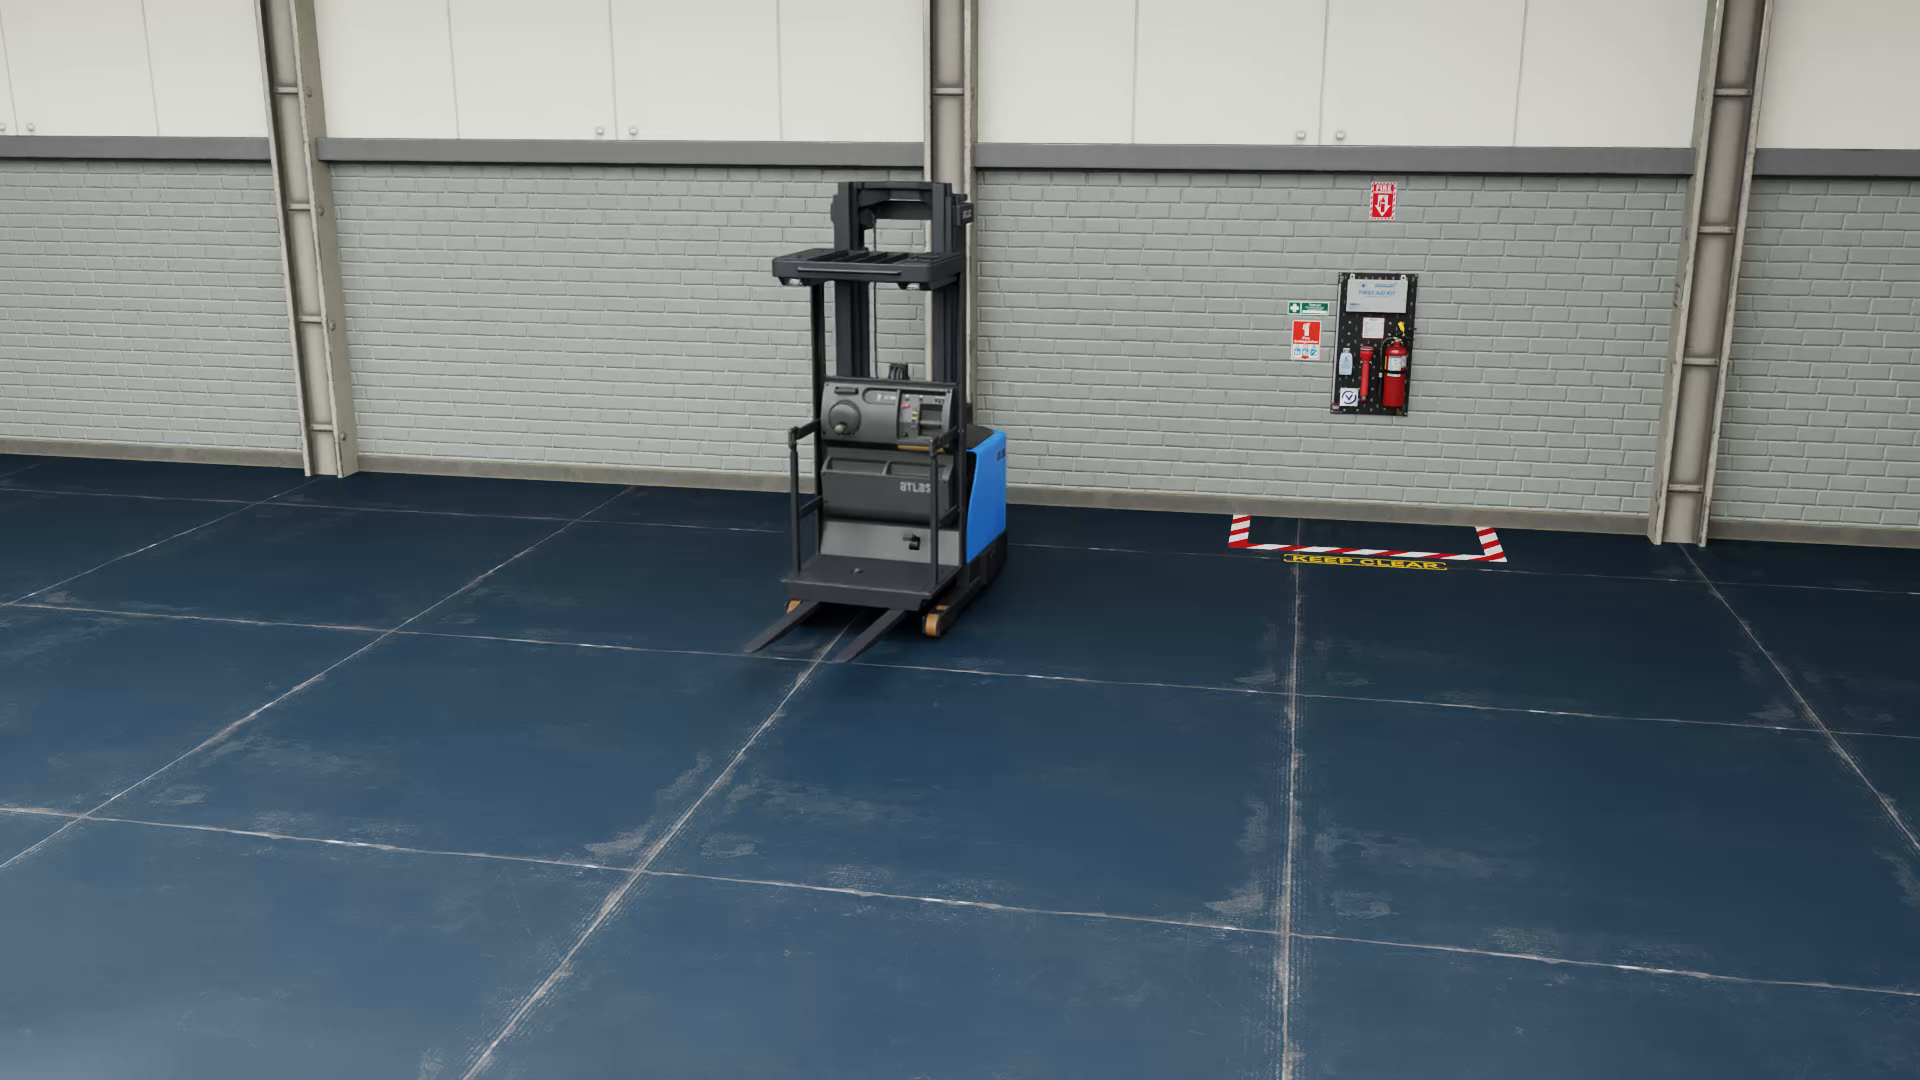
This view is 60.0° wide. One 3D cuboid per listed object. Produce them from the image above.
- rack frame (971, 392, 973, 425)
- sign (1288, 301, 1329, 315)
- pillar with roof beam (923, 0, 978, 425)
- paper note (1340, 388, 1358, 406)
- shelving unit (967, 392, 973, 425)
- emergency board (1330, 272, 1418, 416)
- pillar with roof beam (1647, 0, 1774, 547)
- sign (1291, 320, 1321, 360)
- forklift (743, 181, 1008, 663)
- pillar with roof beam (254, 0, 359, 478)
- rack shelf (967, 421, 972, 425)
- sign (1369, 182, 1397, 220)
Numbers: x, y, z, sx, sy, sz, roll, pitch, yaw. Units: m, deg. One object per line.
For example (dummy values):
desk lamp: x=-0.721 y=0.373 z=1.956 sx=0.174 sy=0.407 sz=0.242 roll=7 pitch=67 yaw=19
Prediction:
rack frame: x=0.075 y=-0.574 z=13.317 sx=0.006 sy=1.200 sz=0.240 roll=3 pitch=16 yaw=11
sign: x=2.872 y=-1.910 z=13.710 sx=0.331 sy=0.109 sz=0.001 roll=3 pitch=16 yaw=11
pillar with roof beam: x=-0.933 y=-3.527 z=9.367 sx=0.400 sy=9.000 sz=9.100 roll=3 pitch=16 yaw=11
paper note: x=3.231 y=-1.187 z=13.808 sx=0.142 sy=0.148 sz=0.016 roll=3 pitch=16 yaw=11
shelving unit: x=-0.014 y=-0.579 z=13.335 sx=0.189 sy=1.200 sz=0.258 roll=3 pitch=16 yaw=11
emergency board: x=3.391 y=-1.584 z=13.592 sx=0.643 sy=1.169 sz=0.194 roll=3 pitch=16 yaw=11
pillar with roof beam: x=4.947 y=-3.208 z=8.214 sx=0.400 sy=9.000 sz=9.100 roll=3 pitch=16 yaw=11
sign: x=2.869 y=-1.658 z=13.790 sx=0.234 sy=0.329 sz=0.001 roll=3 pitch=16 yaw=11
forklift: x=-0.563 y=-0.876 z=11.164 sx=1.130 sy=2.935 sz=3.031 roll=5 pitch=16 yaw=17
pillar with roof beam: x=-6.813 y=-3.846 z=10.519 sx=0.400 sy=9.000 sz=9.100 roll=3 pitch=16 yaw=11
rack shelf: x=-0.014 y=-0.883 z=13.250 sx=0.180 sy=0.103 sz=0.258 roll=3 pitch=16 yaw=11
sign: x=3.403 y=-2.728 z=13.378 sx=0.199 sy=0.298 sz=0.001 roll=3 pitch=16 yaw=11
